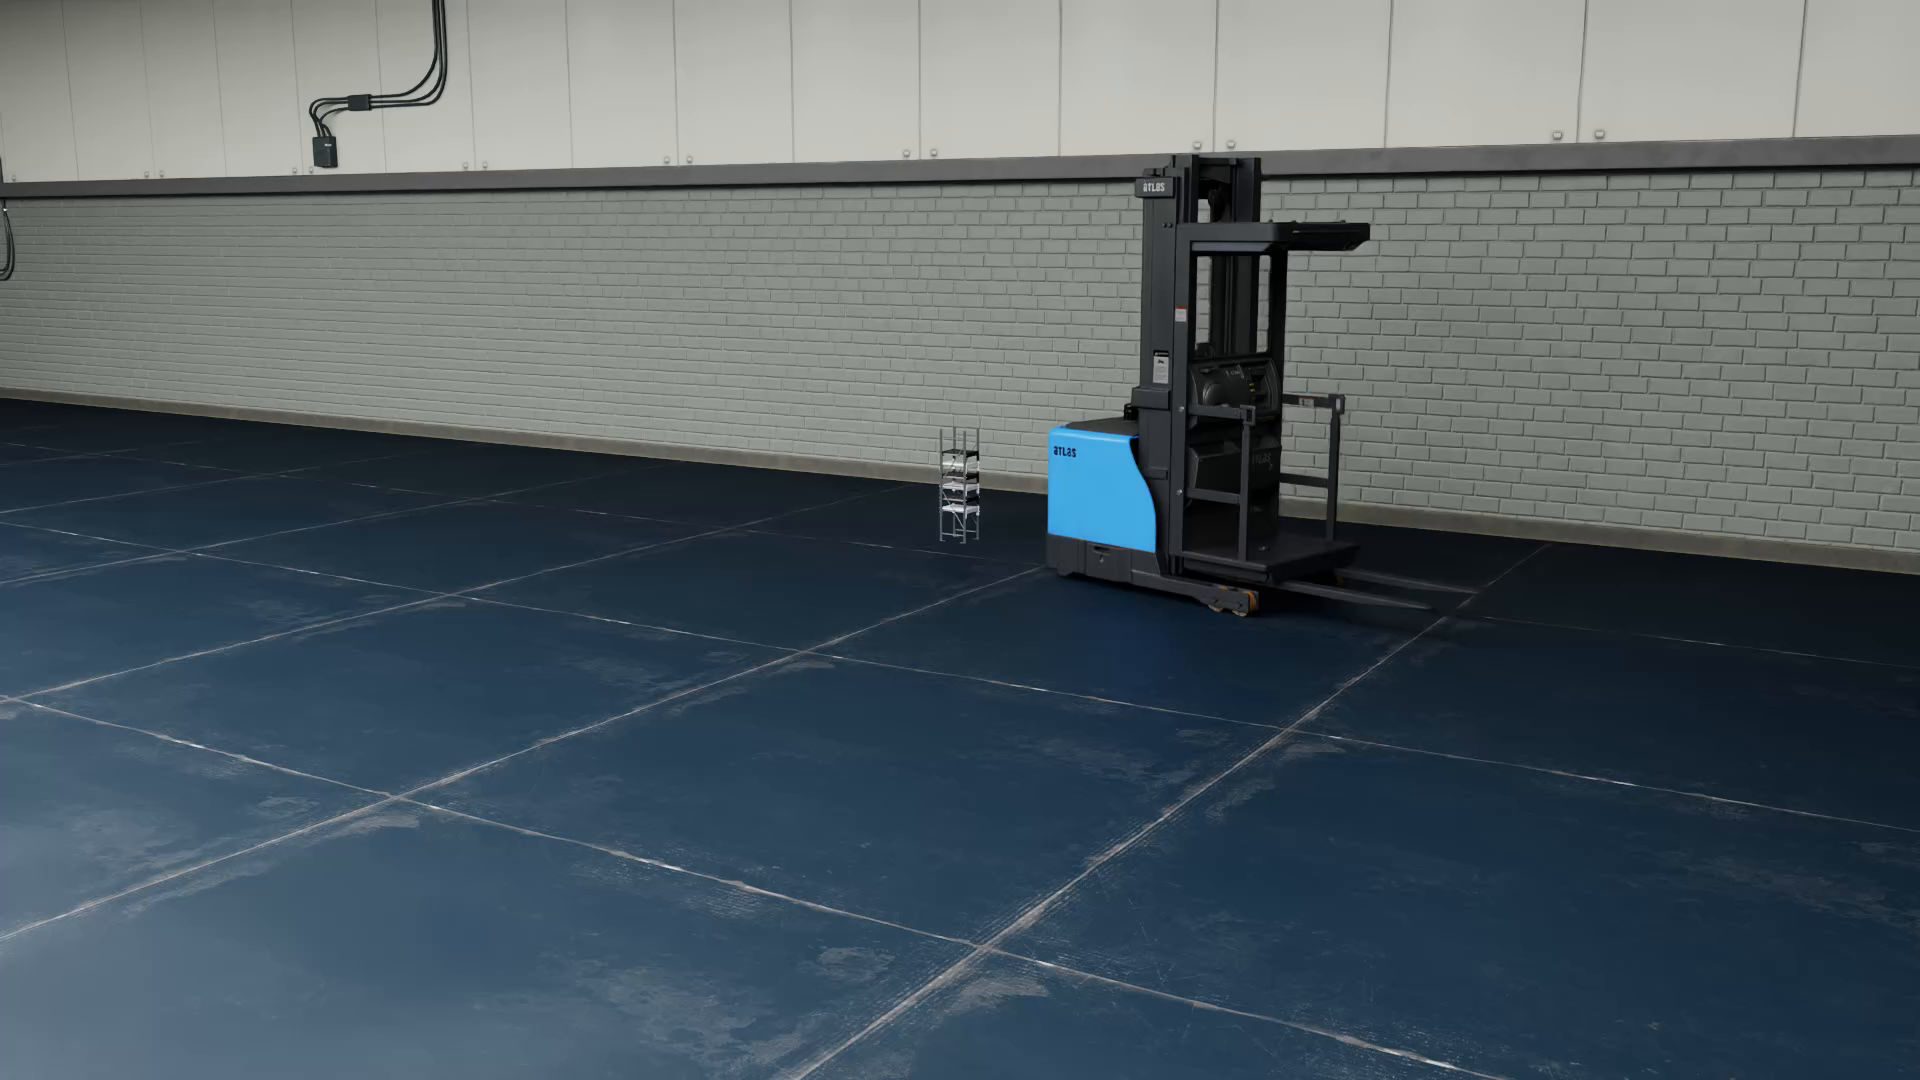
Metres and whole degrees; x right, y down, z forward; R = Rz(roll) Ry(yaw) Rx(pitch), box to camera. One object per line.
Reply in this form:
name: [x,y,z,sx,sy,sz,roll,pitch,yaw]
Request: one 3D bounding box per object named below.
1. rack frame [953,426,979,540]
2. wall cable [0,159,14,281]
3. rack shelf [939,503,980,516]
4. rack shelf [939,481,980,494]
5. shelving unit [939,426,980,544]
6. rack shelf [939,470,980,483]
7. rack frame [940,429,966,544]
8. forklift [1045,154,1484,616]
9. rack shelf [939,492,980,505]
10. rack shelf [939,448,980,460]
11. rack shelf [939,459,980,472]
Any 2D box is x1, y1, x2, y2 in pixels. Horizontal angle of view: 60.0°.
rack frame: [0.049,-0.457,13.364,0.240,0.900,0.006,6,12,31]
wall cable: [-14.930,-5.082,24.497,3.097,2.526,0.112,6,12,31]
rack shelf: [-0.004,-0.231,13.318,0.258,0.077,0.200,6,12,31]
rack shelf: [-0.004,-0.408,13.285,0.258,0.077,0.200,6,12,31]
shelving unit: [-0.004,-0.441,13.279,0.258,0.900,0.210,6,12,31]
rack shelf: [-0.004,-0.497,13.269,0.258,0.077,0.200,6,12,31]
rack frame: [-0.057,-0.425,13.194,0.240,0.900,0.006,6,12,31]
forklift: [1.998,-1.055,11.037,1.130,2.935,3.031,-10,15,-43]
rack shelf: [-0.004,-0.320,13.302,0.258,0.077,0.200,6,12,31]
rack shelf: [-0.004,-0.674,13.236,0.258,0.077,0.200,6,12,31]
rack shelf: [-0.004,-0.585,13.252,0.258,0.077,0.200,6,12,31]
